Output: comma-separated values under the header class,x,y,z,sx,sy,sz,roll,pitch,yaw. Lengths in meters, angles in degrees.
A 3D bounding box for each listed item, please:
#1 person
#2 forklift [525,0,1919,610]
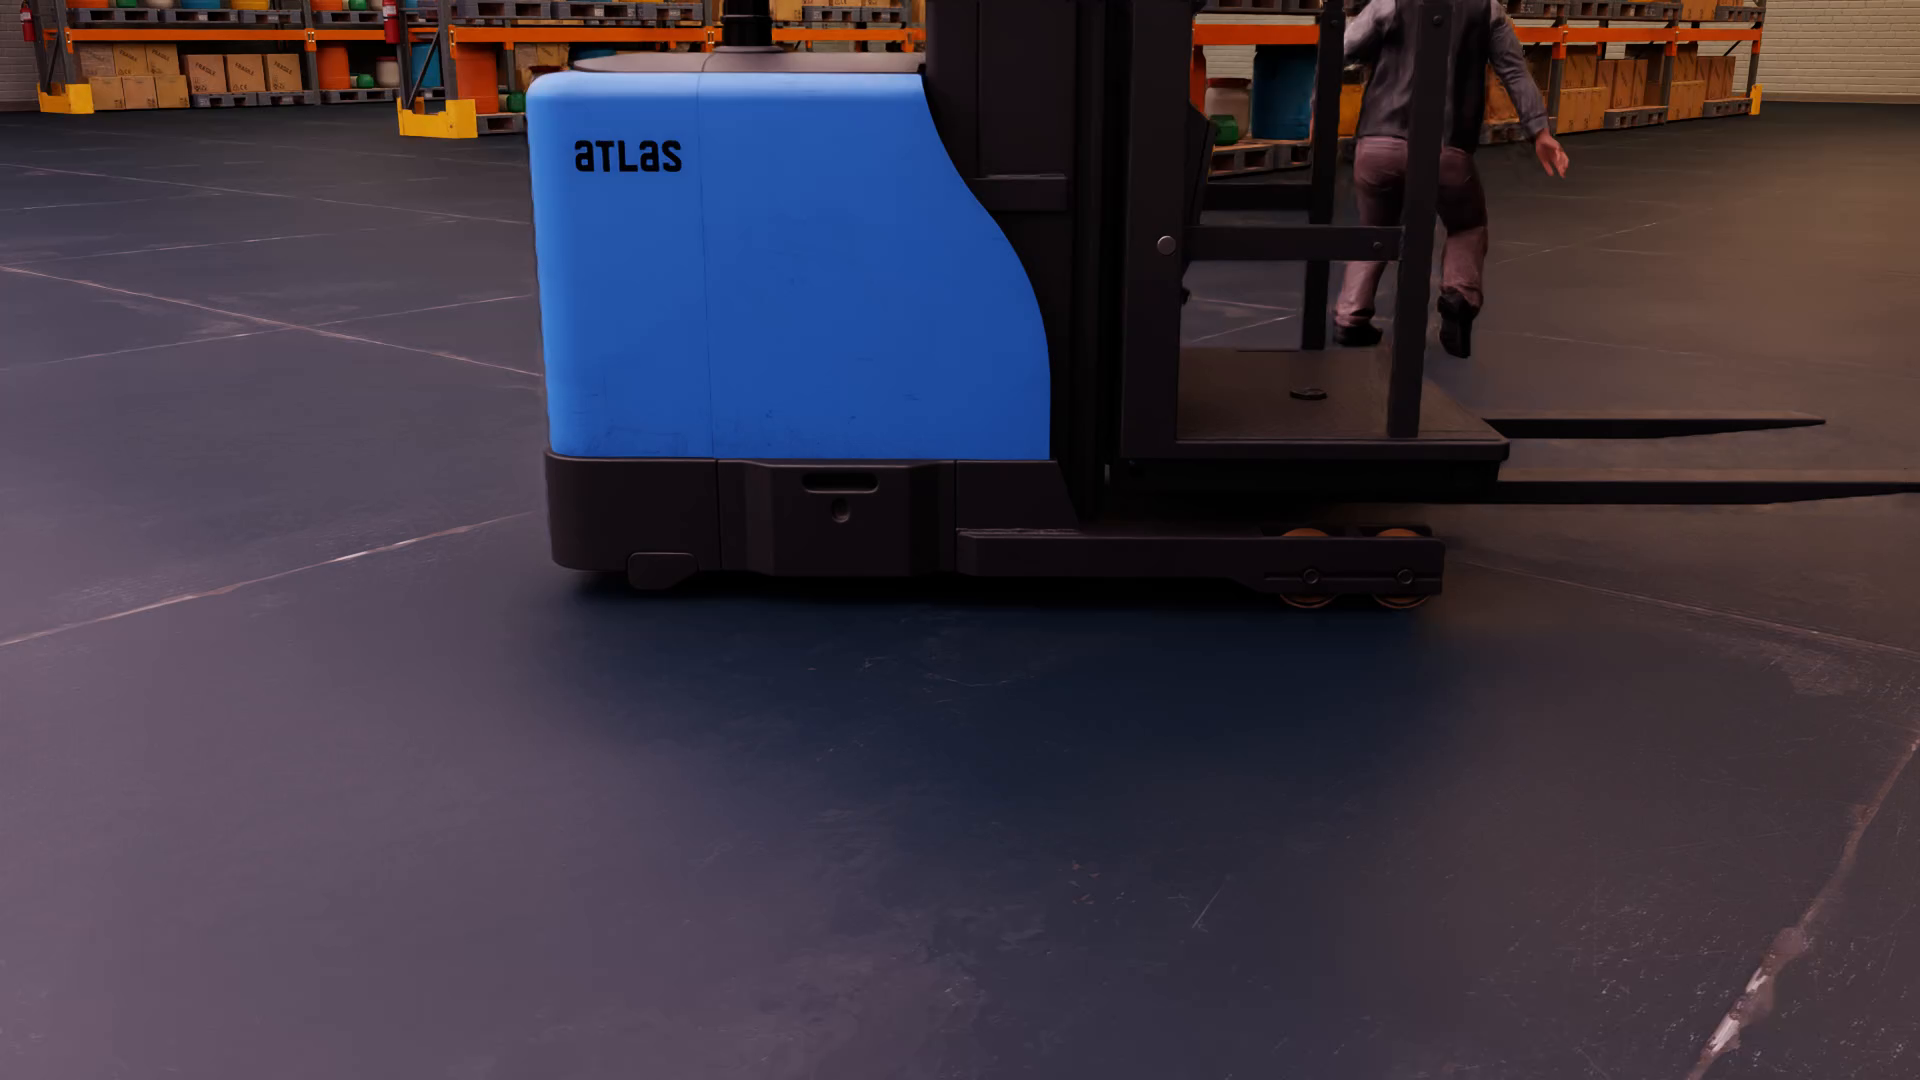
class,x,y,z,sx,sy,sz,roll,pitch,yaw
person,1.761,-1.453,6.168,0.939,1.574,0.508,4,17,14
forklift,0.646,-1.414,3.554,3.031,2.935,1.130,0,17,1
